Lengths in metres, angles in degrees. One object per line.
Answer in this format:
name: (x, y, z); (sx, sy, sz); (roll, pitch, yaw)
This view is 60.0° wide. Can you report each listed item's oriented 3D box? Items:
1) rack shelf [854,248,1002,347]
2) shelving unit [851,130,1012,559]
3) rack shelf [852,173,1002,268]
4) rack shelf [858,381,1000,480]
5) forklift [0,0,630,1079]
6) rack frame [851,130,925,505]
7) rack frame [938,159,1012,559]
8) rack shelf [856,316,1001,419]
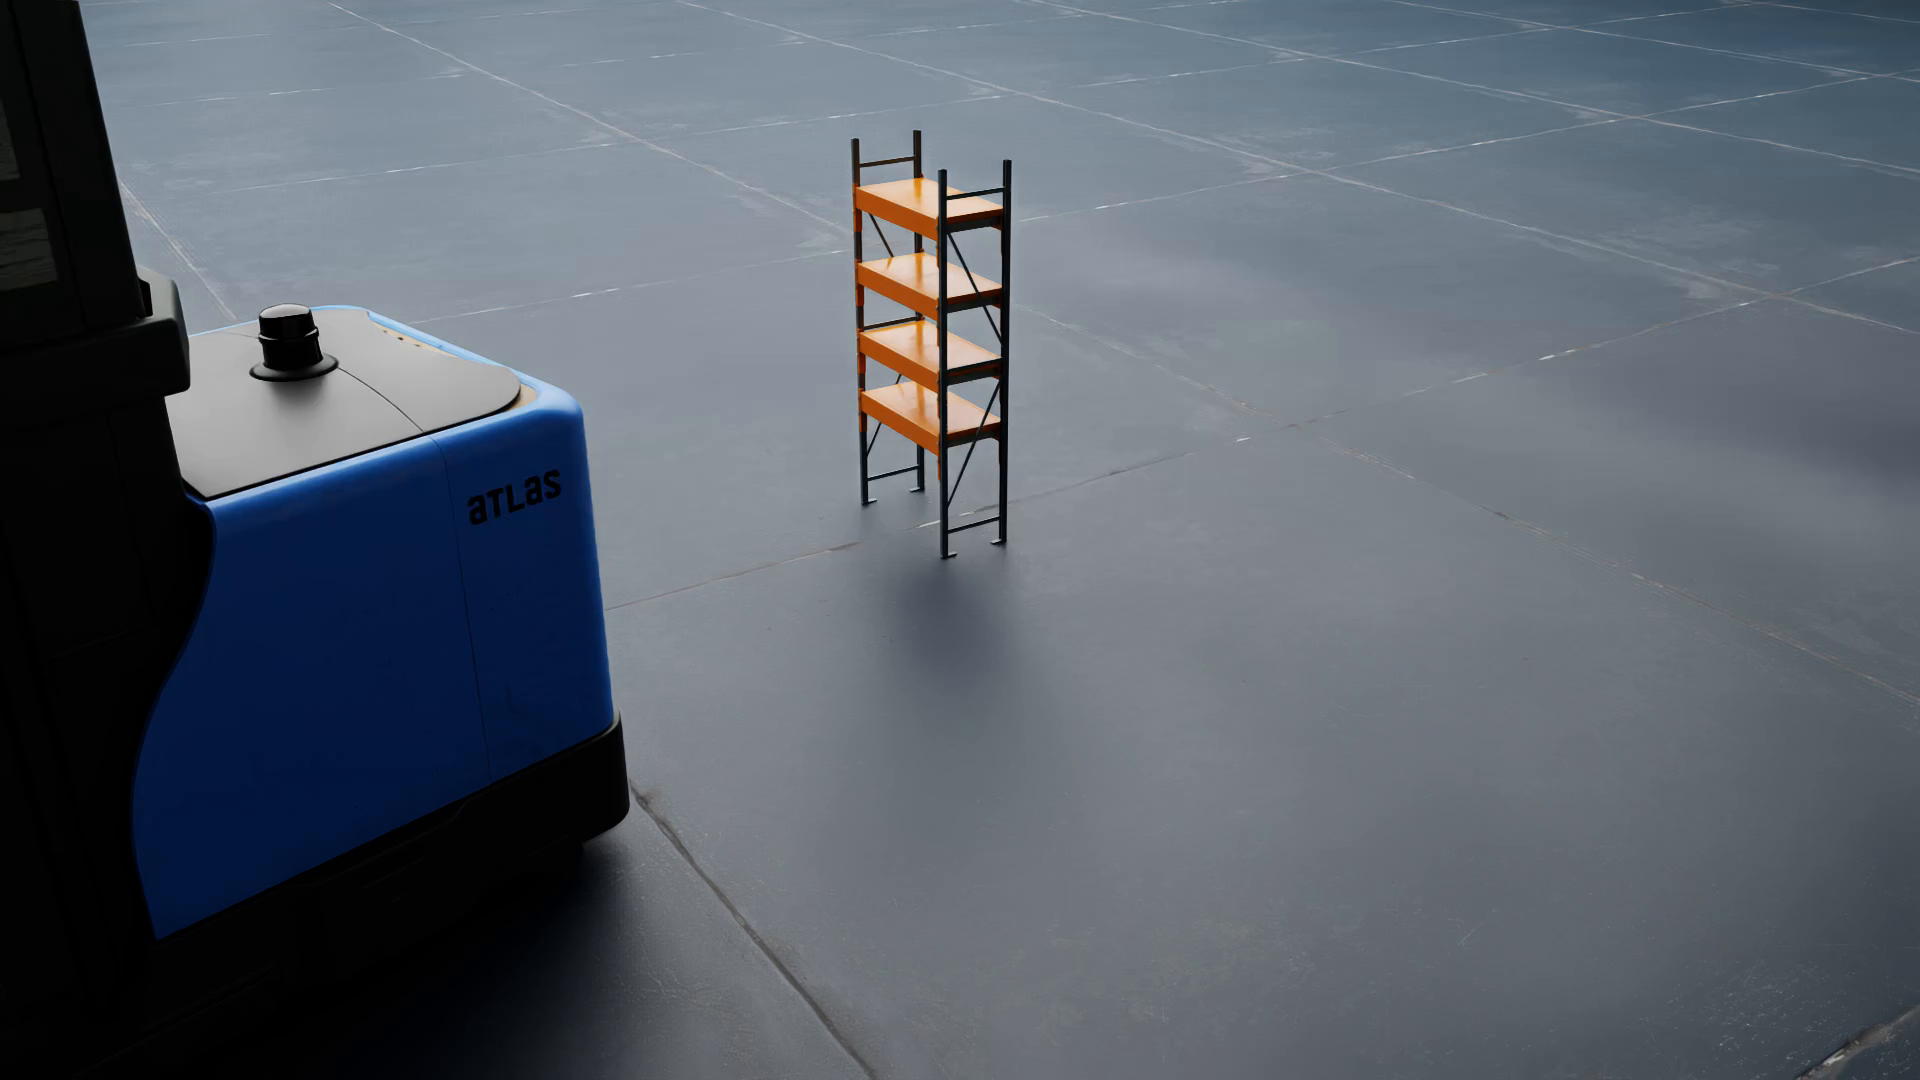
rack shelf: (-0.090, -0.743, 5.053); (0.258, 0.148, 0.480); (-16, 29, -30)
shelving unit: (-0.090, -0.602, 5.119); (0.258, 1.200, 0.503); (-16, 29, -30)
rack shelf: (-0.090, -0.957, 4.952); (0.258, 0.148, 0.480); (-16, 29, -30)
rack shelf: (-0.090, -0.361, 5.233); (0.258, 0.148, 0.480); (-16, 29, -30)
forklift: (-2.128, -0.331, 2.517); (1.130, 2.935, 3.031); (22, 33, 38)
rack frame: (-0.224, -0.689, 5.304); (0.240, 1.200, 0.015); (-16, 29, -30)
rack frame: (0.043, -0.515, 4.934); (0.240, 1.200, 0.015); (-16, 29, -30)
rack shelf: (-0.090, -0.541, 5.148); (0.258, 0.148, 0.480); (-16, 29, -30)
